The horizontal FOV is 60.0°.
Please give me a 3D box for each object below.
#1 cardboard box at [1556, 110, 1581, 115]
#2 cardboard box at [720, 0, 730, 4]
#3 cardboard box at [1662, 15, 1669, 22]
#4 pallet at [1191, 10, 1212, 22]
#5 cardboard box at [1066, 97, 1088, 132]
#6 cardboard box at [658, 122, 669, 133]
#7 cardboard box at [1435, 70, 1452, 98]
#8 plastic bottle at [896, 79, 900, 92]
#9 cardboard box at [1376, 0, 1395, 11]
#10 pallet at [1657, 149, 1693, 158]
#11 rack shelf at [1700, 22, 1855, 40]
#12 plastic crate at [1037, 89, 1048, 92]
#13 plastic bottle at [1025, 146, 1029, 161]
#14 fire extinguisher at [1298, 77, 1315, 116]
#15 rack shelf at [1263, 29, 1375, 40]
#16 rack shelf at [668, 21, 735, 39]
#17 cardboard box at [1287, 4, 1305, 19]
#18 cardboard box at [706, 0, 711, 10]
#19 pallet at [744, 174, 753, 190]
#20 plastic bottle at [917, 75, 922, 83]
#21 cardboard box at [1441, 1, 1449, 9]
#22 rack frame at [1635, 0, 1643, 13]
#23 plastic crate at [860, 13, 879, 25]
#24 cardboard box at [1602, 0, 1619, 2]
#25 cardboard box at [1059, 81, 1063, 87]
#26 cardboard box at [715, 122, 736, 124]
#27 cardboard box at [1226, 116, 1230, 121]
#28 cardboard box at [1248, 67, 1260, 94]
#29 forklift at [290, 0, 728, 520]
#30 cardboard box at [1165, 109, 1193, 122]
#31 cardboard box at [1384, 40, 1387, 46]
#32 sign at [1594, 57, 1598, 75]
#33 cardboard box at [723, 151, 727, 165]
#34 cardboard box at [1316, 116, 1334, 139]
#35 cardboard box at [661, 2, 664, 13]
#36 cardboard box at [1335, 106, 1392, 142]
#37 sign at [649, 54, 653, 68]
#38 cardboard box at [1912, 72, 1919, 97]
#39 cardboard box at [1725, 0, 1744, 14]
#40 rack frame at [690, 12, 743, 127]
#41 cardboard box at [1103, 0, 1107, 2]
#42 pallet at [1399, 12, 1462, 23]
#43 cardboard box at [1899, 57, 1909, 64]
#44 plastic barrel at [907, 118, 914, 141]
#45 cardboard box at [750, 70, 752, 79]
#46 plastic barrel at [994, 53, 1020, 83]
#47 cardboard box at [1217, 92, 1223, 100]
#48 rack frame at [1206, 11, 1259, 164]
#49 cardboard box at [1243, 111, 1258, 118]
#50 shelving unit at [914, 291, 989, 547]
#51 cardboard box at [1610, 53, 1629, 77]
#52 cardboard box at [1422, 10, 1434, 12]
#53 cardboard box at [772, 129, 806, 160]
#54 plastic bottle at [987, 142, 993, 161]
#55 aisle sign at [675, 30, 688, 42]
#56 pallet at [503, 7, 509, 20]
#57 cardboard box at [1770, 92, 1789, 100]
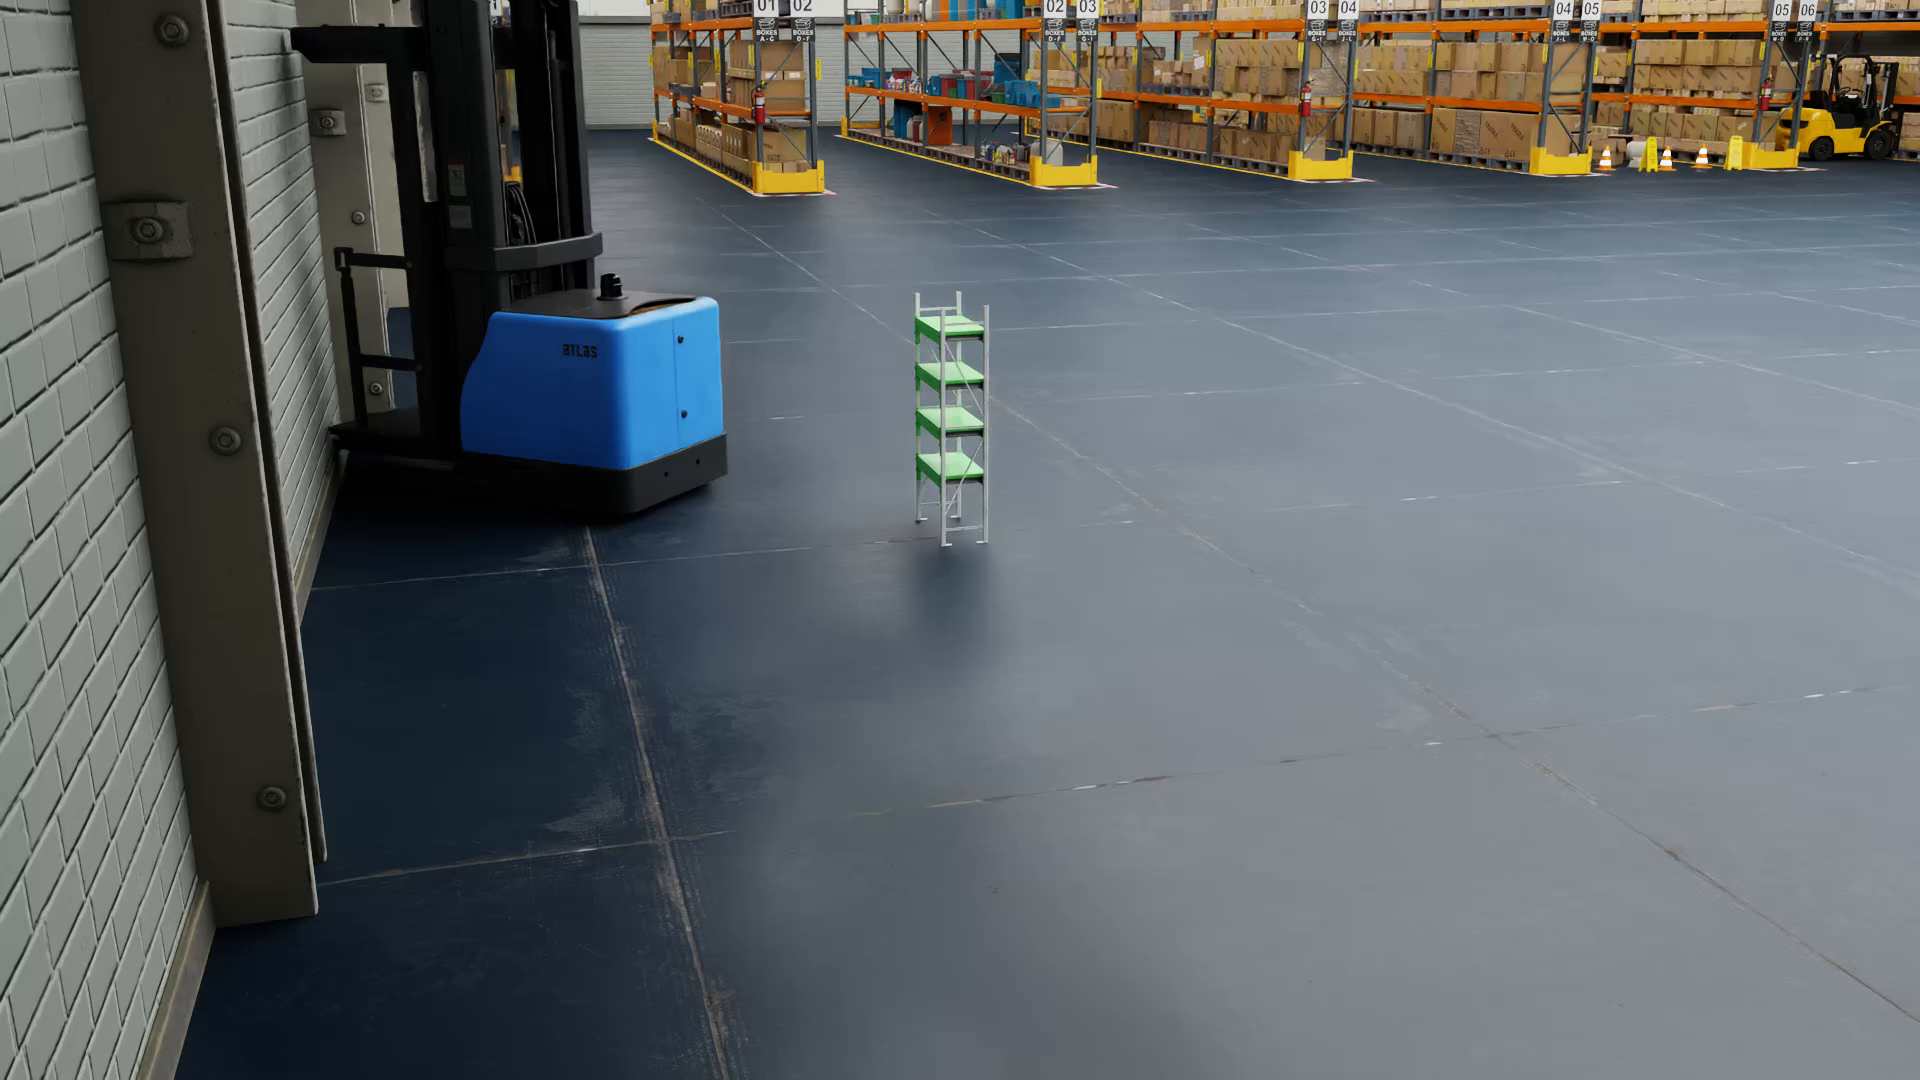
[{"bbox_3d":[17.108,-11.982,46.744,0.700,0.500,0.500,-5,18,-17],"label":"cardboard box"},{"bbox_3d":[-4.095,-9.996,30.154,0.500,0.500,0.500,-3,17,-11],"label":"cardboard box"},{"bbox_3d":[15.117,-11.043,35.224,0.380,0.149,0.250,-5,17,-15],"label":"cardboard box"},{"bbox_3d":[5.479,-10.711,34.009,1.213,0.211,1.003,-5,17,-15],"label":"pallet"},{"bbox_3d":[3.243,-10.771,42.058,0.875,0.875,0.875,-5,17,-15],"label":"cardboard box"},{"bbox_3d":[-7.264,-10.305,41.560,0.500,0.250,0.500,-5,17,-15],"label":"cardboard box"},{"bbox_3d":[10.455,-9.520,34.672,0.875,0.550,0.550,-5,17,-15],"label":"cardboard box"},{"bbox_3d":[-1.400,-10.533,38.519,0.152,0.276,0.135,-5,17,-15],"label":"plastic bottle"},{"bbox_3d":[9.510,-11.801,36.561,0.500,0.311,0.500,-5,17,-16],"label":"cardboard box"},{"bbox_3d":[15.293,-8.451,36.218,1.003,0.211,1.213,-5,17,-15],"label":"pallet"},{"bbox_3d":[19.296,-12.008,39.249,1.077,0.370,4.000,-5,17,-15],"label":"rack shelf"},{"bbox_3d":[1.349,-8.438,31.588,0.499,0.251,0.616,-5,17,-15],"label":"plastic crate"},{"bbox_3d":[1.288,-7.391,31.799,0.061,0.283,0.133,-5,17,-15],"label":"plastic bottle"},{"bbox_3d":[6.233,-7.974,29.918,0.296,0.674,0.183,-5,17,-15],"label":"fire extinguisher"},{"bbox_3d":[8.694,-12.301,40.227,1.077,0.370,4.000,-5,17,-15],"label":"rack shelf"},{"bbox_3d":[-5.629,-11.155,36.411,1.077,0.370,4.000,-5,17,-15],"label":"rack shelf"},{"bbox_3d":[6.268,-9.557,30.101,0.500,0.250,0.500,-4,17,-14],"label":"cardboard box"},{"bbox_3d":[-4.901,-10.955,34.024,0.500,0.250,0.500,-6,18,-19],"label":"cardboard box"},{"bbox_3d":[-3.131,-6.170,28.624,1.003,0.211,1.213,-5,17,-15],"label":"pallet"},{"bbox_3d":[-0.936,-10.692,38.919,0.144,0.351,0.185,-5,17,-15],"label":"plastic bottle"},{"bbox_3d":[10.116,-10.987,34.135,0.380,0.149,0.250,-5,17,-16],"label":"cardboard box"},{"bbox_3d":[15.074,-12.842,35.563,1.000,3.000,0.127,-5,17,-15],"label":"rack frame"},{"bbox_3d":[-2.202,-12.856,41.027,0.437,0.282,0.530,-5,17,-15],"label":"plastic crate"},{"bbox_3d":[14.491,-12.205,37.317,0.500,0.250,0.500,-4,17,-14],"label":"cardboard box"},{"bbox_3d":[2.737,-11.550,42.125,0.380,0.149,0.250,-4,17,-14],"label":"cardboard box"},{"bbox_3d":[-5.079,-8.816,36.168,0.500,0.500,0.500,-5,18,-17],"label":"cardboard box"},{"bbox_3d":[7.360,-11.324,44.645,0.380,0.149,0.250,-4,17,-12],"label":"cardboard box"},{"bbox_3d":[6.046,-8.834,31.955,0.875,0.500,0.500,-5,17,-15],"label":"cardboard box"},{"bbox_3d":[-2.879,-1.775,9.267,3.031,2.935,1.130,8,18,24],"label":"forklift"},{"bbox_3d":[4.815,-9.336,36.594,0.500,0.250,0.500,-3,17,-9],"label":"cardboard box"},{"bbox_3d":[11.922,-13.718,45.867,0.380,0.149,0.250,-5,17,-15],"label":"cardboard box"},{"bbox_3d":[11.977,-8.938,31.351,0.100,0.325,0.005,-5,17,-15],"label":"sign"},{"bbox_3d":[-4.144,-7.135,31.042,0.500,0.250,0.500,-5,17,-15],"label":"cardboard box"},{"bbox_3d":[8.811,-9.821,39.550,0.500,0.500,0.500,-5,17,-16],"label":"cardboard box"},{"bbox_3d":[-6.708,-12.472,38.936,0.500,0.250,0.500,-5,17,-15],"label":"cardboard box"},{"bbox_3d":[9.324,-9.604,38.392,1.050,0.750,0.750,-5,17,-16],"label":"cardboard box"},{"bbox_3d":[-7.800,-12.094,41.996,0.100,0.325,0.005,-5,17,-15],"label":"sign"},{"bbox_3d":[20.424,-9.564,34.902,0.500,0.500,0.500,-4,17,-14],"label":"cardboard box"},{"bbox_3d":[15.650,-10.630,33.157,0.500,0.250,0.500,-5,17,-16],"label":"cardboard box"},{"bbox_3d":[-5.079,-9.510,34.897,1.000,3.000,0.127,-5,17,-15],"label":"rack frame"},{"bbox_3d":[3.516,-12.924,40.146,0.700,0.500,0.500,-4,17,-14],"label":"cardboard box"},{"bbox_3d":[10.043,-11.144,35.457,0.805,0.209,1.217,-5,18,-17],"label":"pallet"},{"bbox_3d":[20.197,-10.185,35.325,0.380,0.149,0.250,-4,17,-14],"label":"cardboard box"},{"bbox_3d":[-1.018,-9.505,38.477,0.421,0.512,0.421,0,17,0],"label":"plastic barrel"},{"bbox_3d":[-3.380,-7.959,28.433,0.380,0.149,0.250,-4,17,-15],"label":"cardboard box"},{"bbox_3d":[0.969,-9.165,32.877,0.600,0.901,0.708,-5,17,-15],"label":"plastic barrel"},{"bbox_3d":[5.372,-8.912,33.343,0.380,0.149,0.250,-5,17,-15],"label":"cardboard box"},{"bbox_3d":[5.546,-9.186,33.817,1.000,3.000,0.127,-5,17,-15],"label":"rack frame"},{"bbox_3d":[7.612,-11.097,43.372,0.380,0.149,0.250,-5,17,-16],"label":"cardboard box"},{"bbox_3d":[-0.045,-0.620,8.432,0.258,1.200,0.503,-5,17,-15],"label":"shelving unit"},{"bbox_3d":[14.727,-10.470,36.673,0.500,0.500,0.500,-5,17,-16],"label":"cardboard box"},{"bbox_3d":[12.392,-13.954,43.809,0.396,0.266,0.258,-4,17,-13],"label":"cardboard box"},{"bbox_3d":[-2.954,-6.844,28.770,0.500,0.500,0.500,-5,17,-15],"label":"cardboard box"},{"bbox_3d":[0.606,-7.480,31.979,0.144,0.351,0.185,-4,17,-14],"label":"plastic bottle"},{"bbox_3d":[-7.002,-13.011,42.033,0.394,0.787,0.004,-5,17,-15],"label":"aisle sign"},{"bbox_3d":[-8.809,-9.537,30.098,1.213,0.211,1.003,-5,17,-15],"label":"pallet"},{"bbox_3d":[16.279,-8.853,33.146,0.380,0.149,0.250,-5,17,-15],"label":"cardboard box"}]
